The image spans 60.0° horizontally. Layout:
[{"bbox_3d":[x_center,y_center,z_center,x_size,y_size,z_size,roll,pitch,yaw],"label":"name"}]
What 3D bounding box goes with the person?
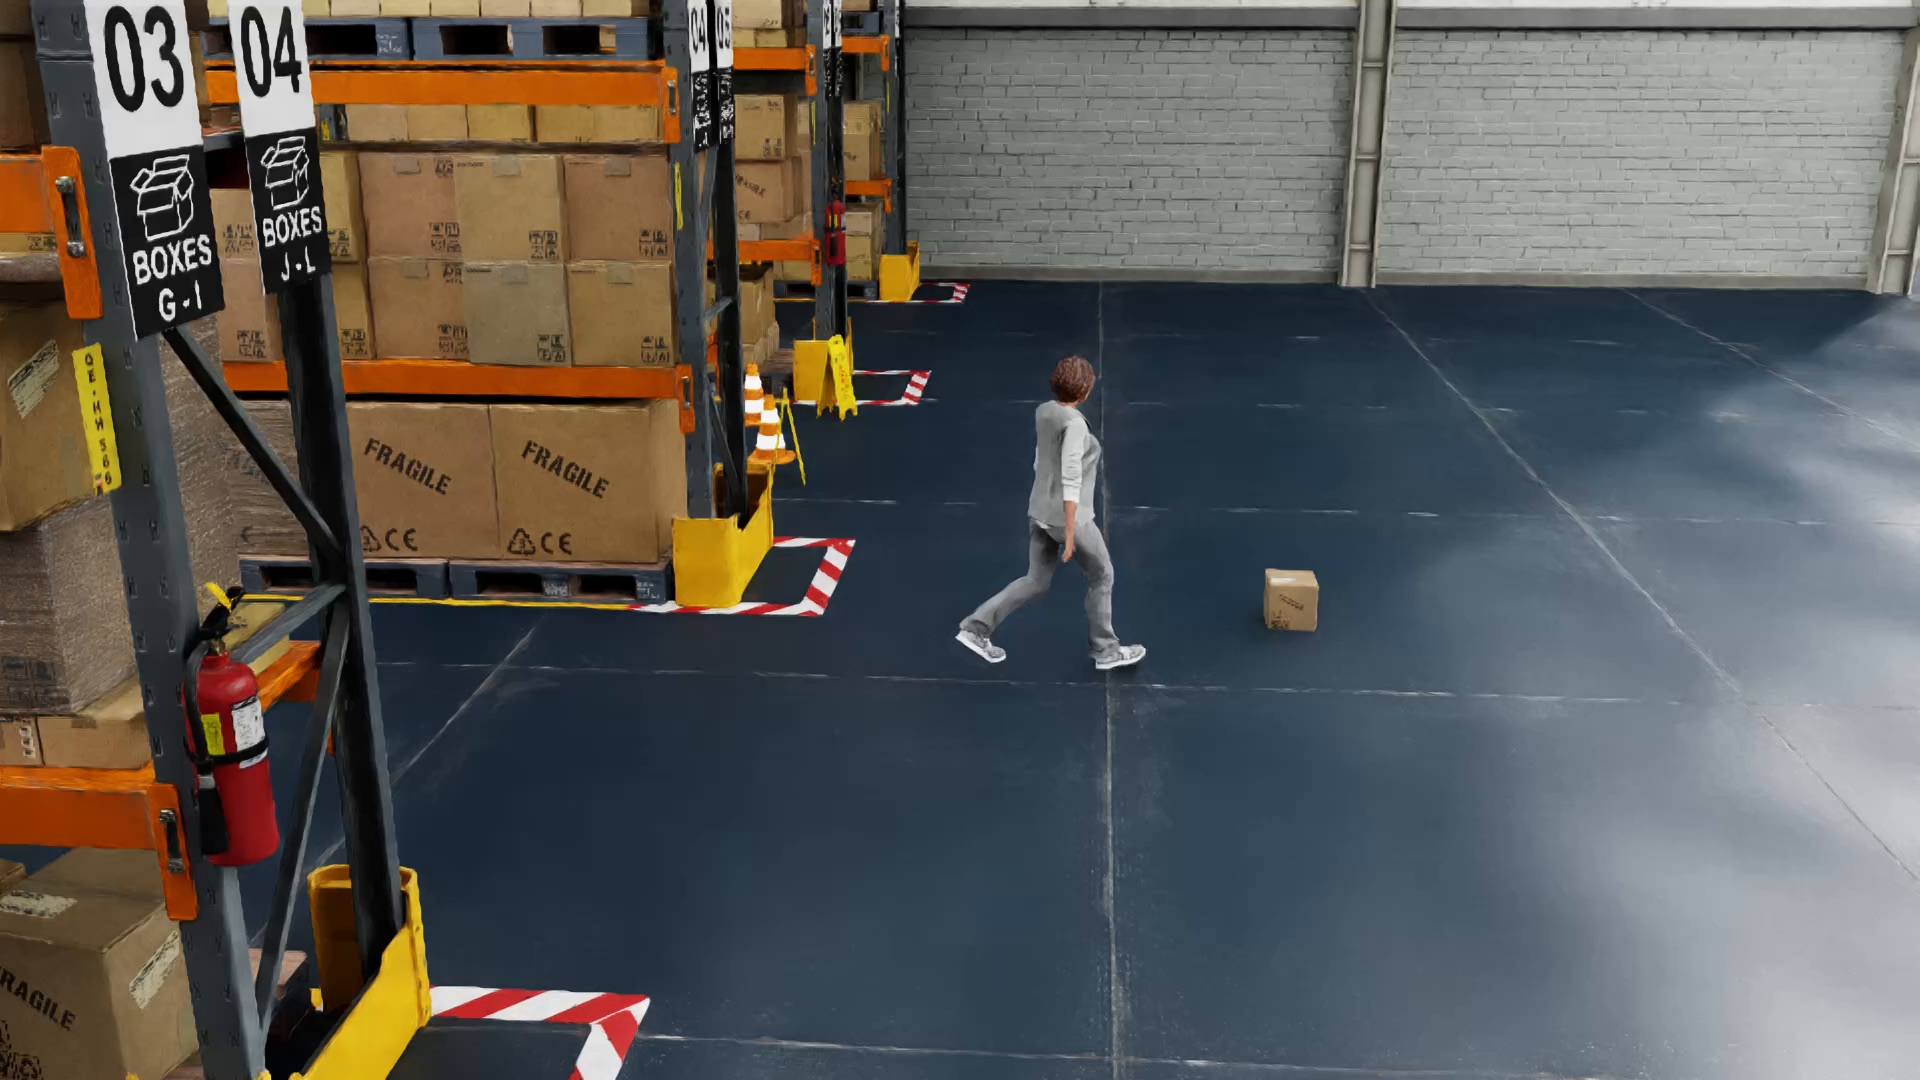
[{"bbox_3d":[0.453,-0.102,7.922,0.931,1.547,0.490,-8,20,-24],"label":"person"}]
